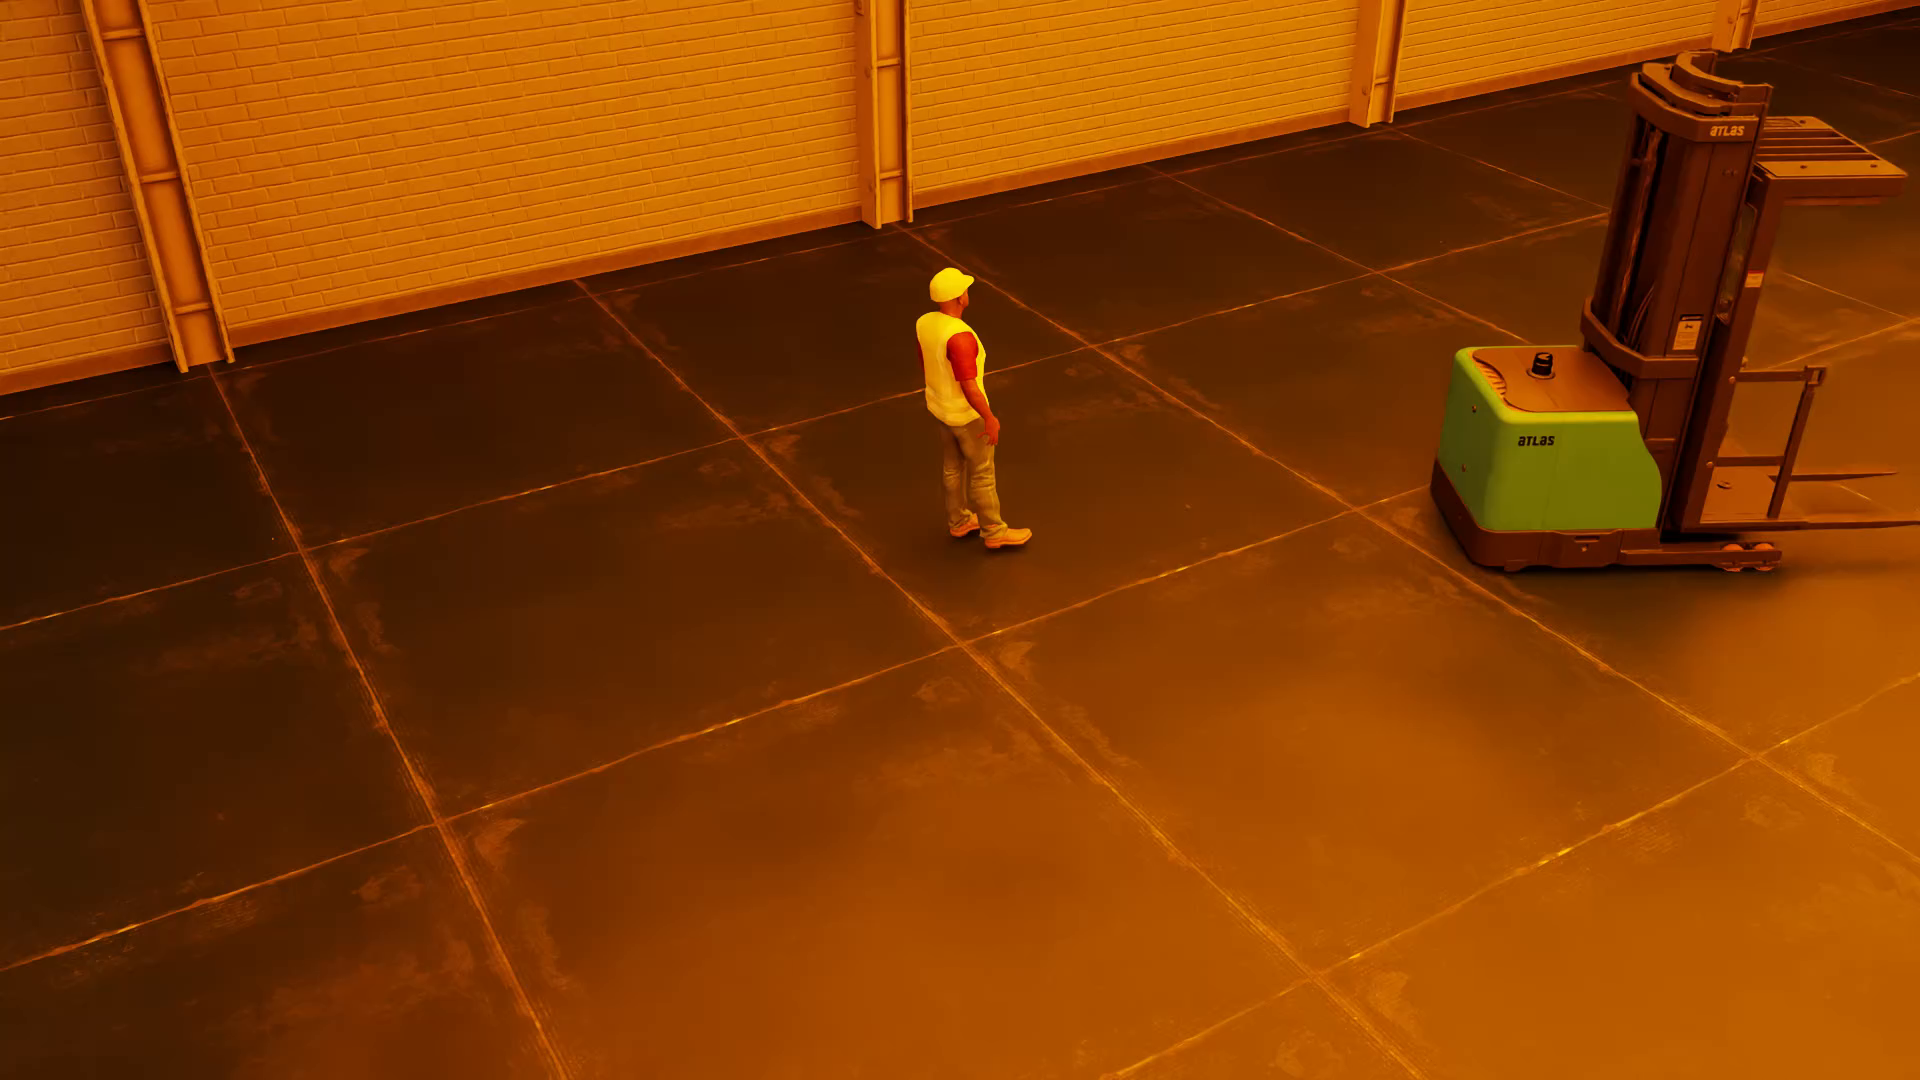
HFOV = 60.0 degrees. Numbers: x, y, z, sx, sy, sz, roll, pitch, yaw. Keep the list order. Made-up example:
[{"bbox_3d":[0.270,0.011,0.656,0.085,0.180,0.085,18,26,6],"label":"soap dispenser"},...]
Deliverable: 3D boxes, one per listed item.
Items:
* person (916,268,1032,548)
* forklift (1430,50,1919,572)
[{"bbox_3d":[0.063,-0.811,10.049,0.577,1.759,0.665,-17,35,-26],"label":"person"},{"bbox_3d":[4.615,-1.335,9.877,3.031,2.935,1.130,-1,31,-2],"label":"forklift"}]
